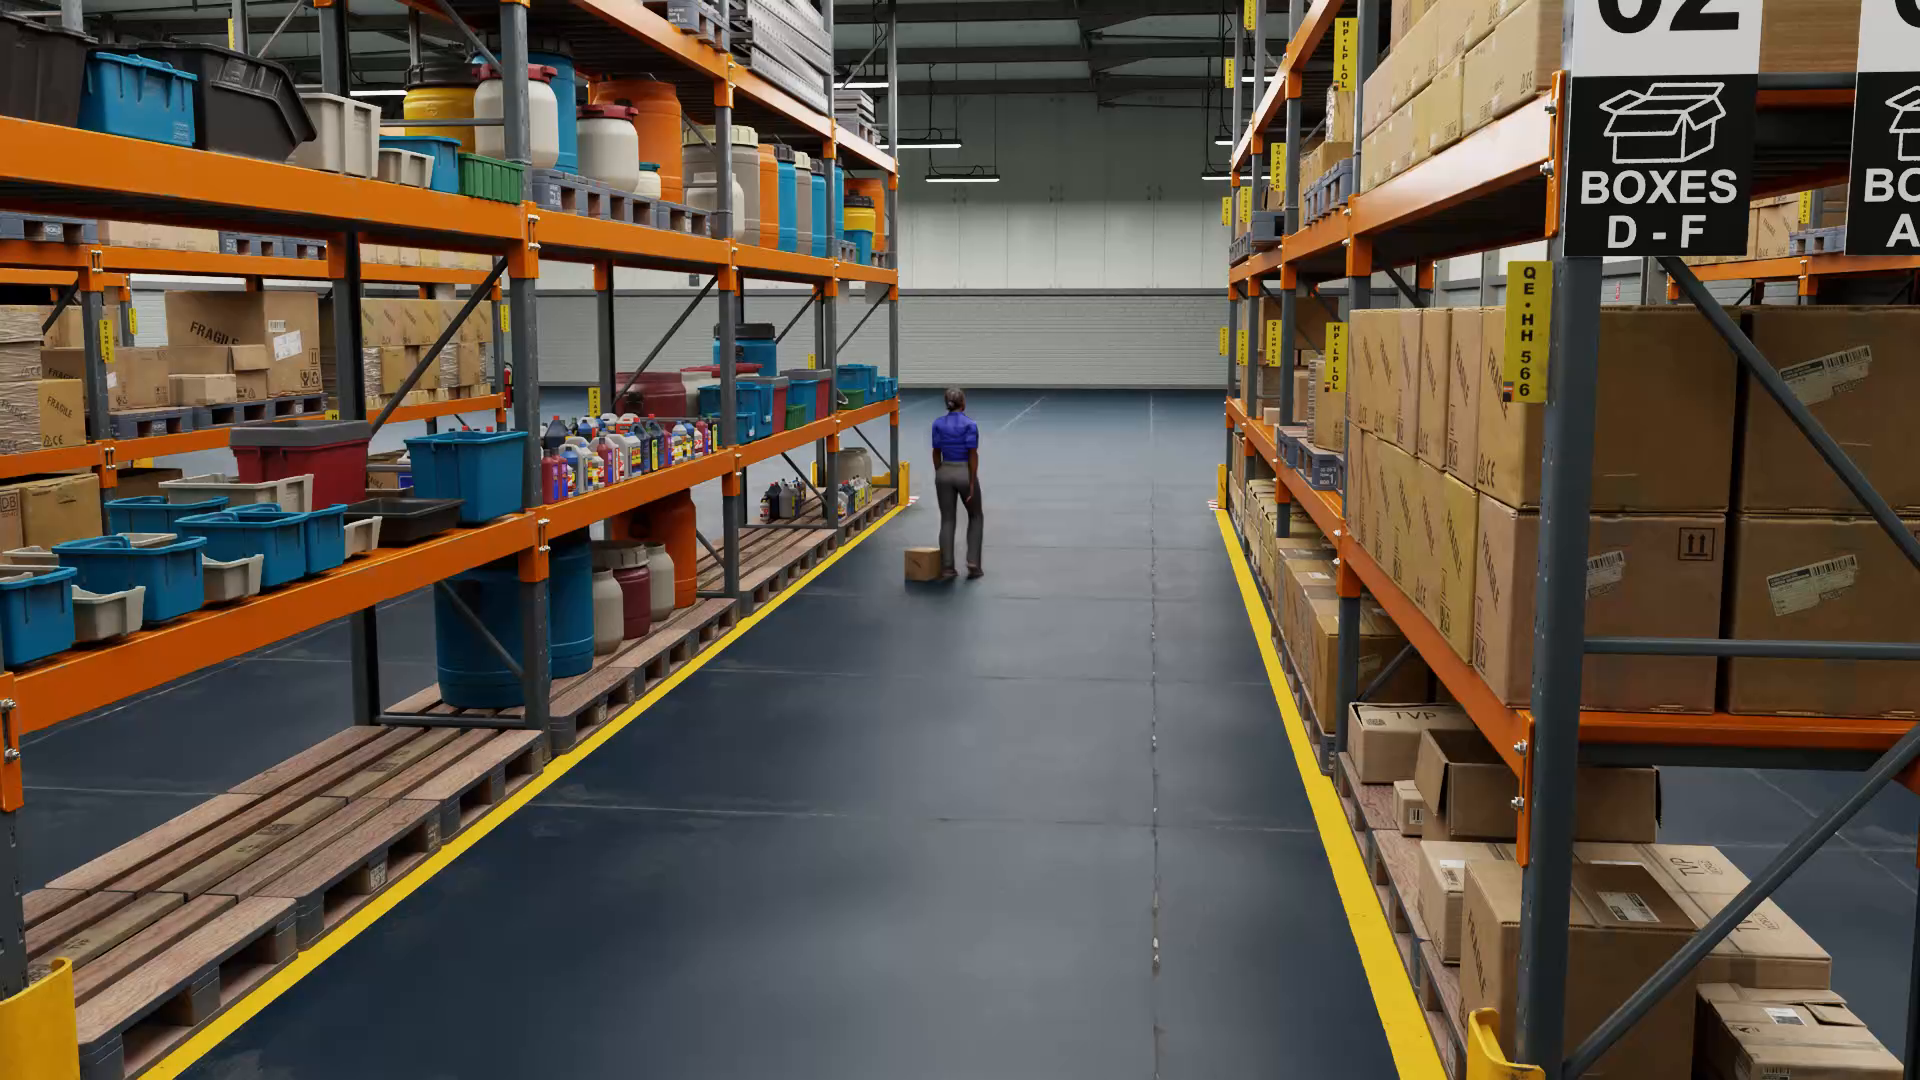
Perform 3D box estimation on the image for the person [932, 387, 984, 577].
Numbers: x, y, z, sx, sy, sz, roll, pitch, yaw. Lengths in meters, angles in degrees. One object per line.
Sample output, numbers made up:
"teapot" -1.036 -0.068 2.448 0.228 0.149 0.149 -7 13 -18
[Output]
"person" -0.025 -0.472 14.441 0.442 1.717 0.577 2 8 15
